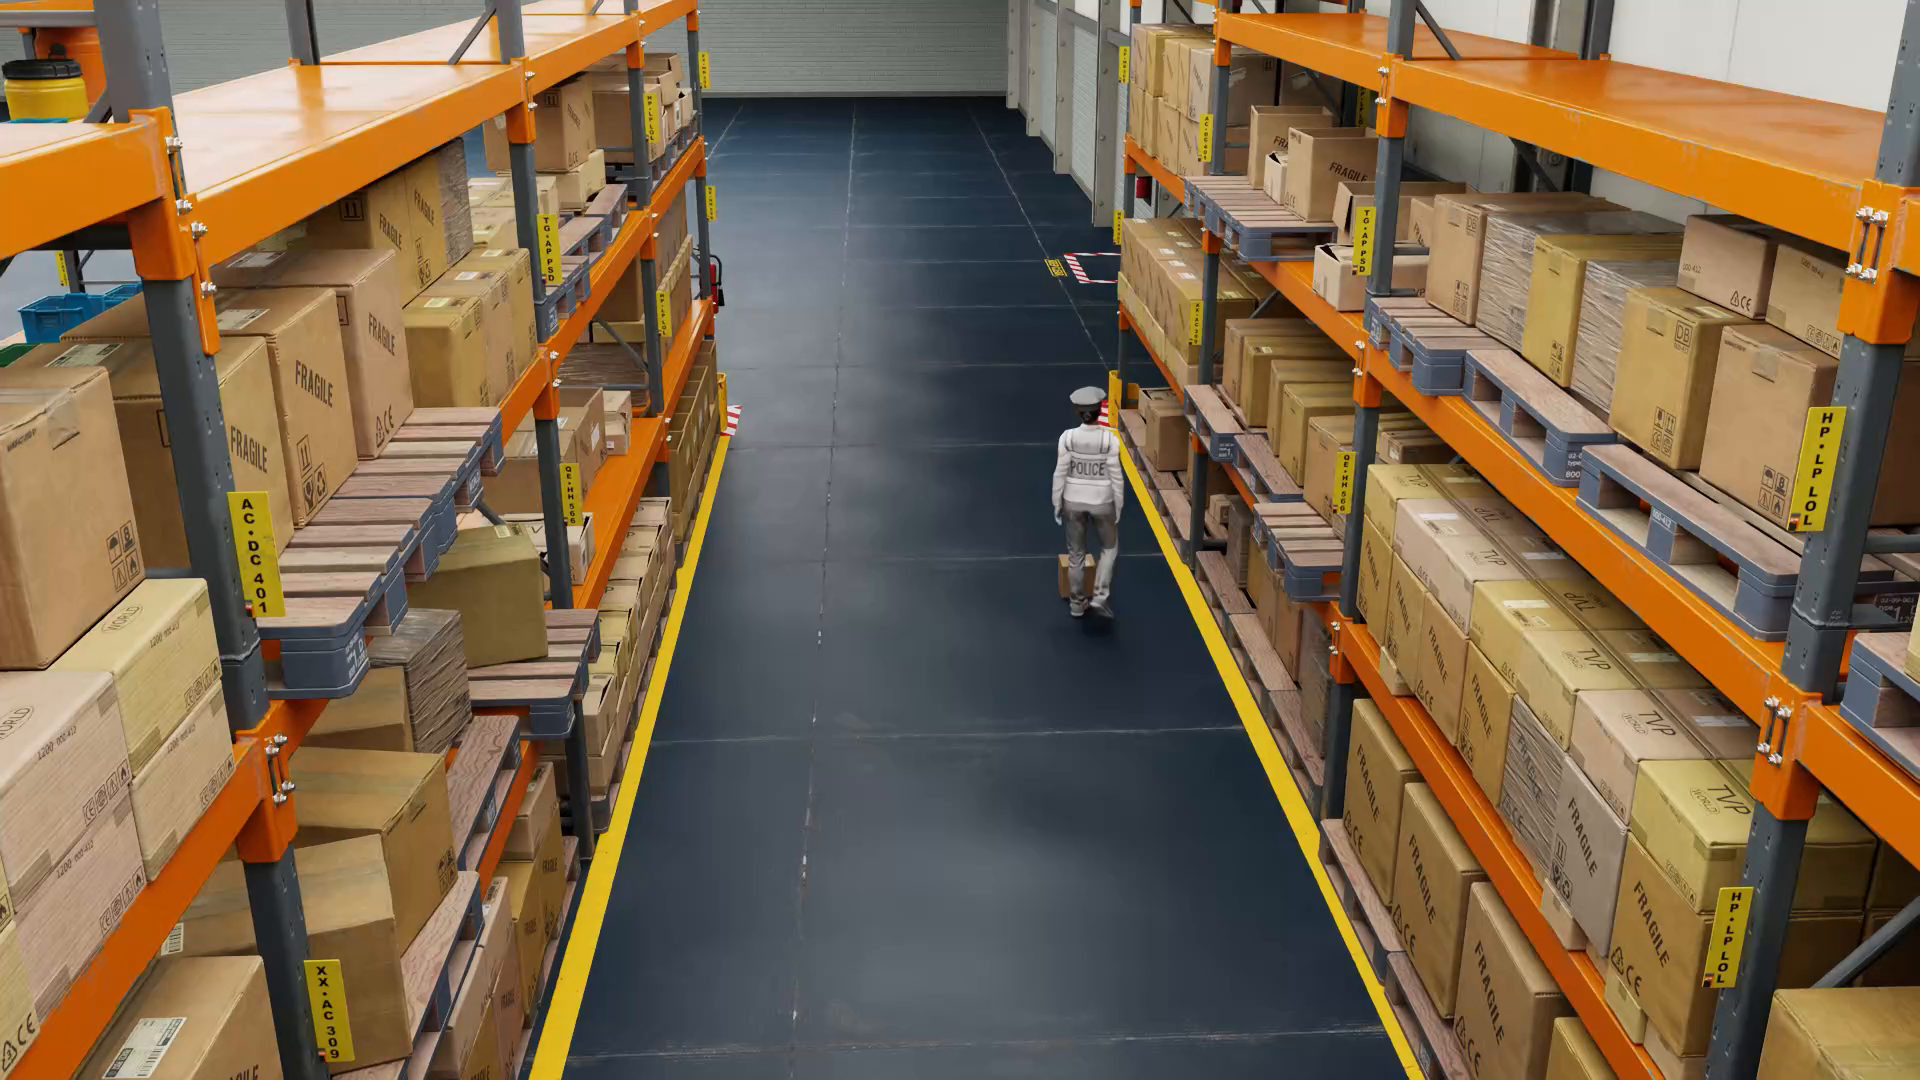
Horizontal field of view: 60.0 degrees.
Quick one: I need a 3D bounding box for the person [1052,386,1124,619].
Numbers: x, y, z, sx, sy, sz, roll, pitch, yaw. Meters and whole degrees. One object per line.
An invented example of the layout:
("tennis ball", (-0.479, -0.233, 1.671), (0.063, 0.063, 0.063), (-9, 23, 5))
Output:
("person", (0.891, -0.234, 11.636), (0.497, 1.668, 0.509), (3, 21, 9))
